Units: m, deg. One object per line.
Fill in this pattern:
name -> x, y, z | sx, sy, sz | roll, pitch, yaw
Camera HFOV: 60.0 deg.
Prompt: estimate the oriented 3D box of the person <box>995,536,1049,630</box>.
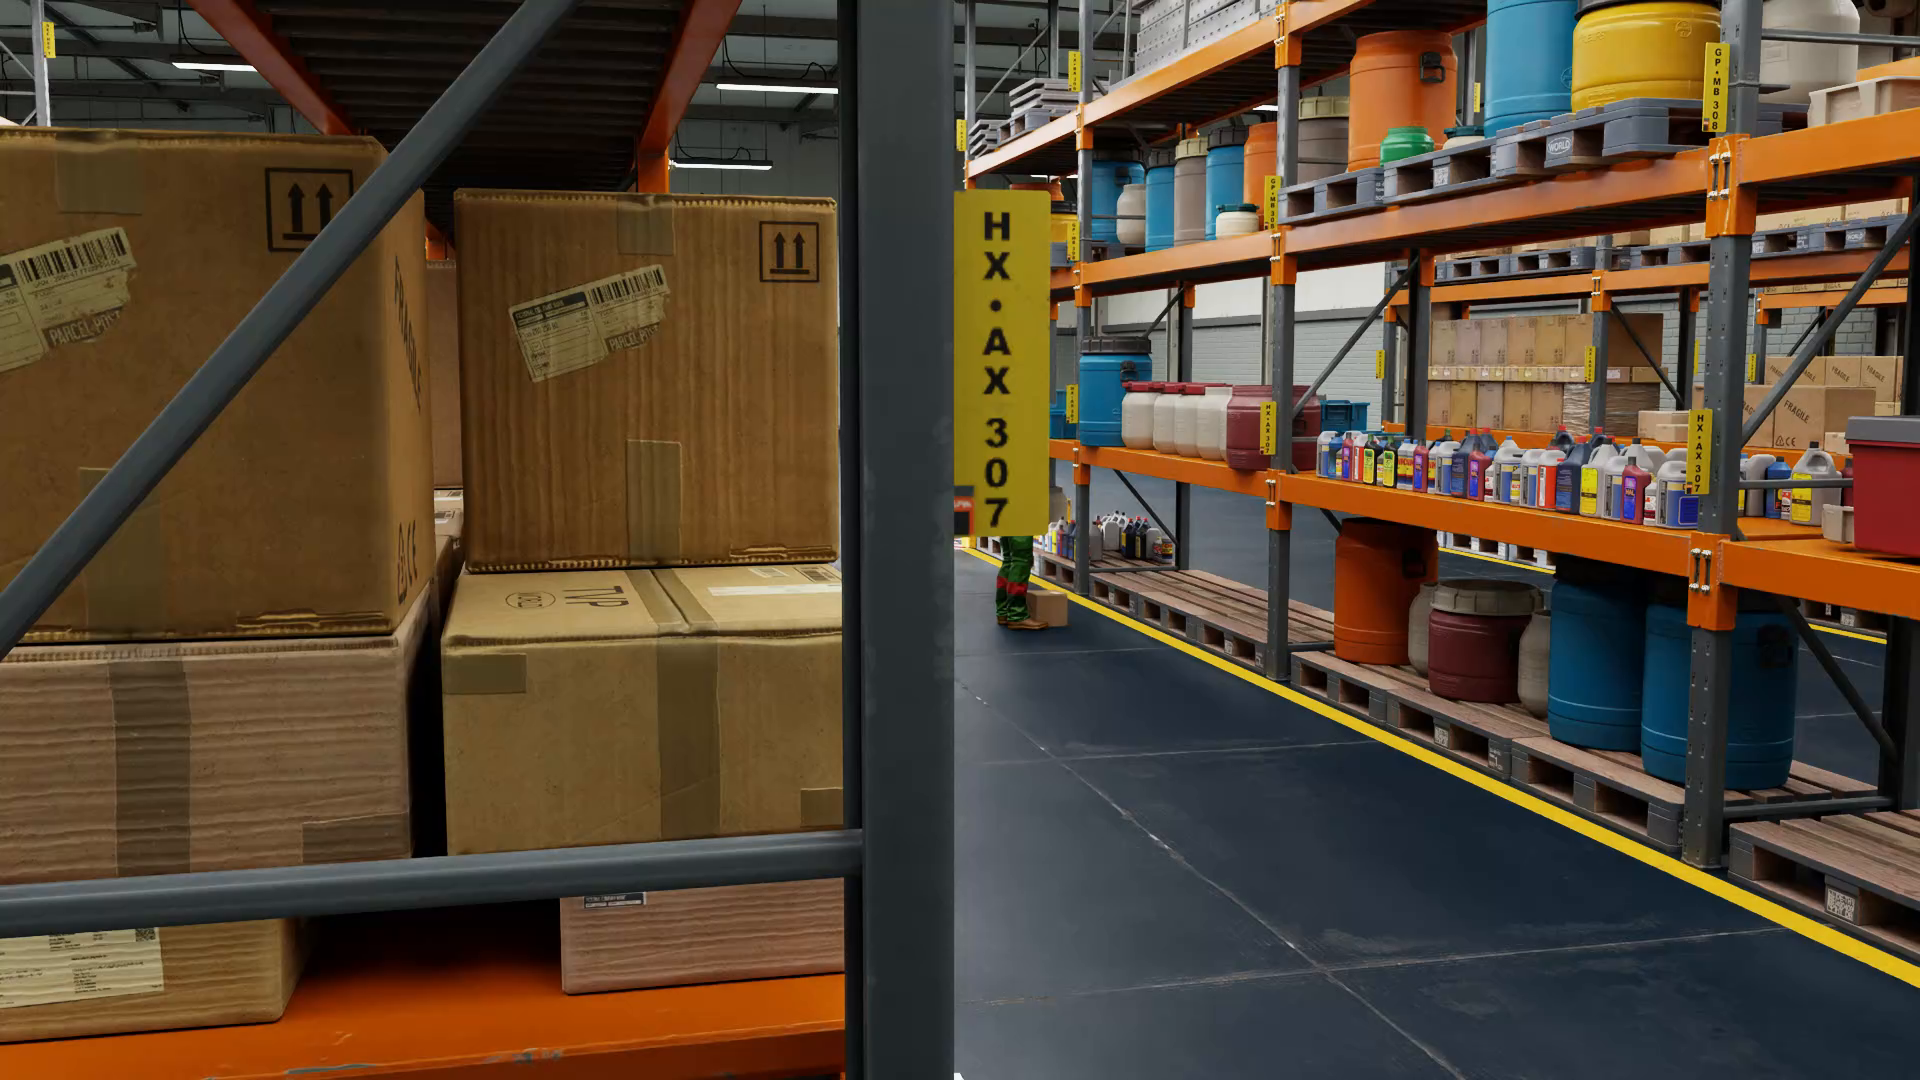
person -> 0.429, -0.233, 12.532 | 0.453, 1.778, 0.617 | -2, 6, -17
